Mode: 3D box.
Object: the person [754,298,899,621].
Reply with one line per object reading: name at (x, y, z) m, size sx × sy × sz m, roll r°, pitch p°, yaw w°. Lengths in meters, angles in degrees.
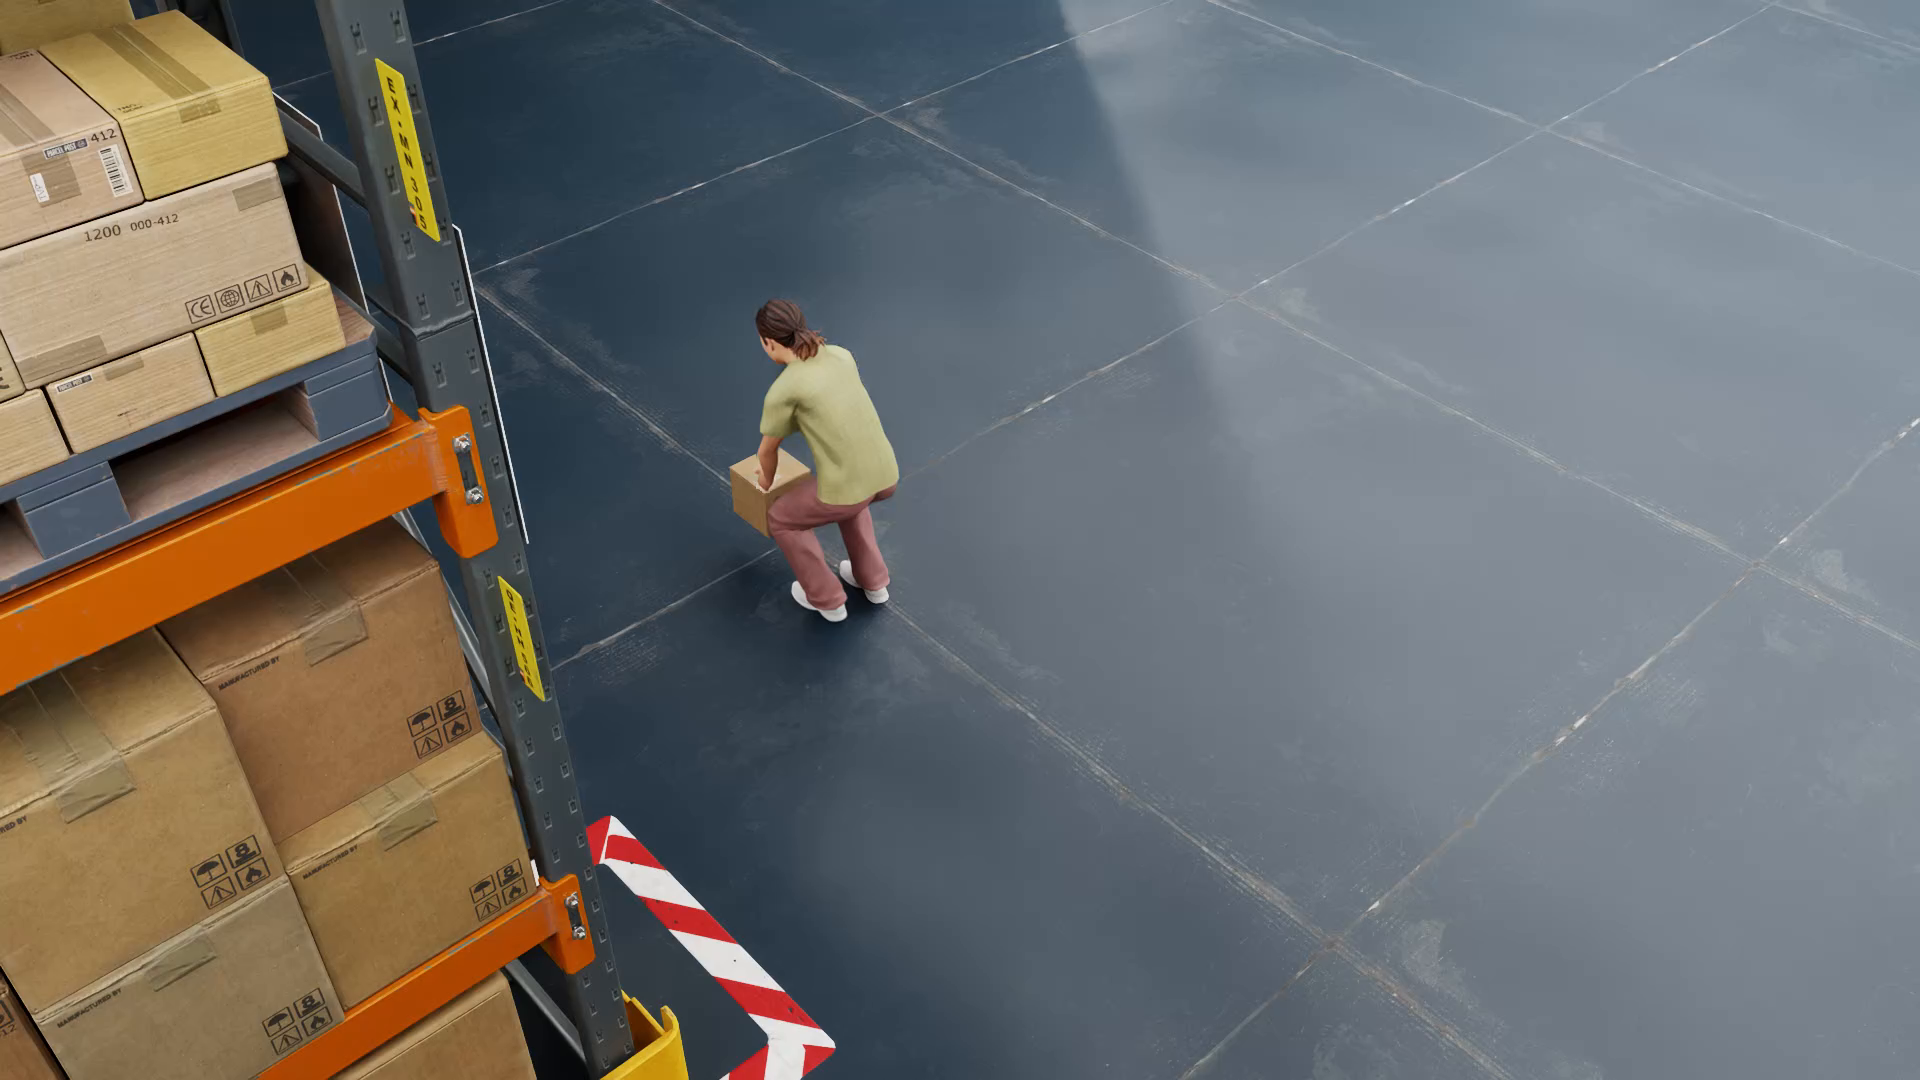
person at (-0.557, -0.287, 6.727) m, size 0.510 × 1.390 × 0.633 m, roll -30°, pitch 49°, yaw -31°
